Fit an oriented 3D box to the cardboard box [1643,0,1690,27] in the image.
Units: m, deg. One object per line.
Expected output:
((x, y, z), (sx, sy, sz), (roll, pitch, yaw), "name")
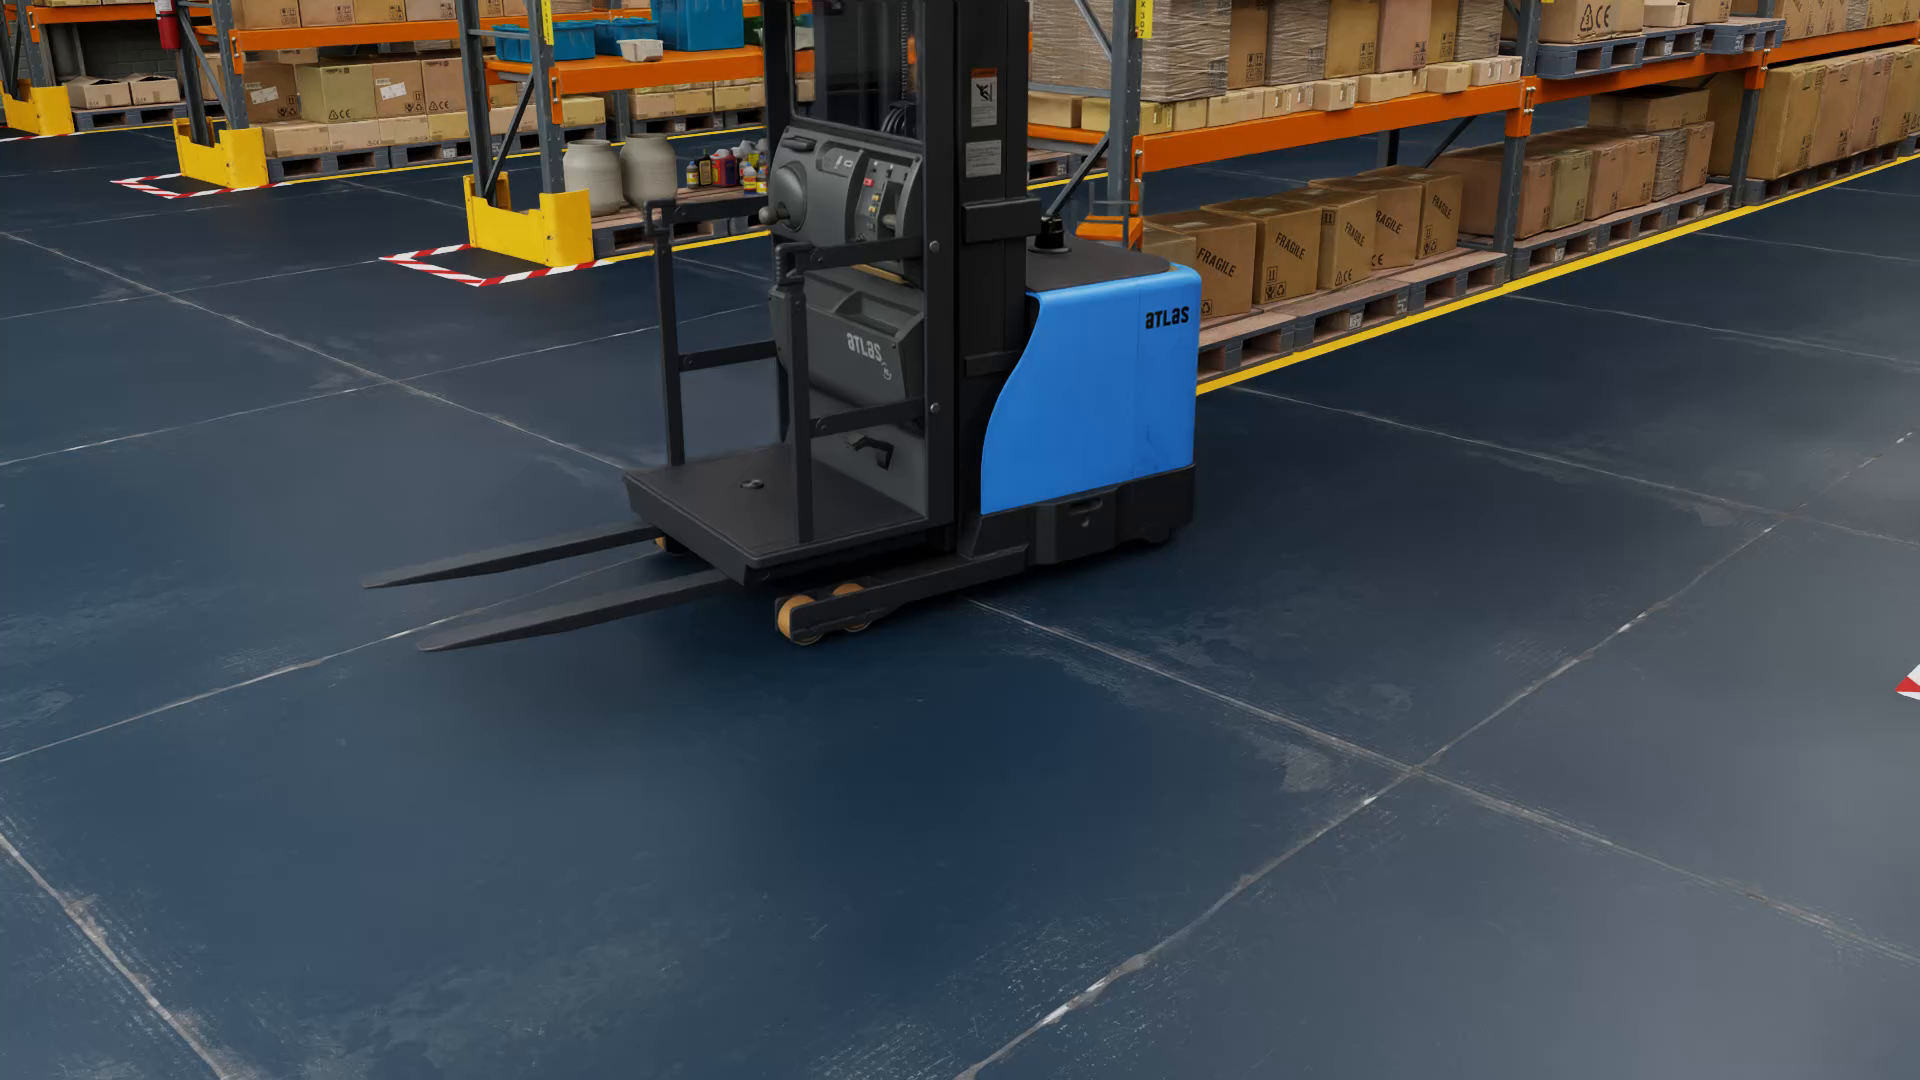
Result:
((5.061, -3.884, 12.100), (0.396, 0.266, 0.258), (18, 28, 39), "cardboard box")

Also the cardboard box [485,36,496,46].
((-6.196, -6.436, 22.009), (0.700, 0.500, 0.500), (20, 28, 41), "cardboard box")

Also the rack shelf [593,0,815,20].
((-2.459, -5.877, 18.687), (1.077, 0.370, 4.000), (19, 28, 41), "rack shelf")

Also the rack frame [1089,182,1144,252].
((0.690, -1.010, 7.529), (0.240, 1.200, 0.015), (5, 22, 12), "rack frame")

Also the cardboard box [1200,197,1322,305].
((1.740, -1.694, 9.700), (0.500, 0.500, 0.500), (-17, 27, -37), "cardboard box")

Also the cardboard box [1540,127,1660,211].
((4.809, -2.815, 12.587), (0.500, 0.500, 0.700), (-17, 27, -38), "cardboard box")

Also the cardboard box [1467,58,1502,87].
((3.120, -2.910, 10.316), (0.380, 0.149, 0.250), (19, 28, 41), "cardboard box")

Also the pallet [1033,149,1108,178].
((1.063, -3.683, 15.863), (1.003, 0.211, 1.213), (19, 28, 41), "pallet")

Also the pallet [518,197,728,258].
((-2.509, -2.367, 12.438), (1.003, 0.211, 1.213), (19, 28, 41), "pallet")

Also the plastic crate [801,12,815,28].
((-0.886, -4.036, 13.102), (0.499, 0.251, 0.616), (19, 28, 41), "plastic crate")

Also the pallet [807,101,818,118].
((-1.667, -5.223, 19.870), (1.003, 0.211, 1.213), (19, 28, 41), "pallet")

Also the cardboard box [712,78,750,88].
((-2.675, -5.178, 18.330), (0.500, 0.311, 0.500), (18, 27, 39), "cardboard box")

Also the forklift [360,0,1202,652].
((-0.580, -1.226, 5.680), (3.031, 2.935, 1.130), (-14, 25, -32), "forklift")

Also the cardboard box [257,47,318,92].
((-8.102, -5.699, 20.092), (0.500, 0.500, 0.500), (17, 27, 37), "cardboard box")

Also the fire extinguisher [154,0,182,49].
((-7.060, -4.720, 14.782), (0.296, 0.674, 0.183), (19, 28, 41), "fire extinguisher")

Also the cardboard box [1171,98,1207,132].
((1.008, -2.146, 8.327), (0.380, 0.149, 0.250), (19, 28, 41), "cardboard box")

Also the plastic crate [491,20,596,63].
((-2.964, -3.564, 11.873), (0.499, 0.251, 0.616), (19, 28, 41), "plastic crate")

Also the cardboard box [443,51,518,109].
((-4.725, -4.532, 16.387), (0.500, 0.500, 0.500), (19, 28, 41), "cardboard box")

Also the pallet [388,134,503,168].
((-5.291, -3.888, 16.396), (1.003, 0.211, 1.213), (19, 28, 41), "pallet")

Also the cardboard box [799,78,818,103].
((-1.967, -5.181, 19.121), (0.500, 0.250, 0.500), (-19, 28, -41), "cardboard box")

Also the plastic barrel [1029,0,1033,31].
((0.516, -4.712, 14.465), (0.433, 0.535, 0.433), (0, 21, 0), "plastic barrel")

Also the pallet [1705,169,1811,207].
((6.635, -3.129, 14.420), (1.003, 0.211, 1.213), (19, 28, 41), "pallet")

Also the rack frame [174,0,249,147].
((-6.645, -4.670, 14.545), (1.000, 3.000, 0.127), (19, 28, 41), "rack frame")

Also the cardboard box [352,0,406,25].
((-5.597, -5.096, 15.513), (0.700, 0.500, 0.500), (19, 28, 41), "cardboard box")

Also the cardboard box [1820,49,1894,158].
((7.766, -4.080, 15.384), (1.225, 0.875, 0.875), (18, 27, 39), "cardboard box")

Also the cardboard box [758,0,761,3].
((-2.223, -6.338, 18.744), (0.500, 0.500, 0.500), (17, 27, 38), "cardboard box")

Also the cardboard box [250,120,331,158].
((-6.112, -3.665, 15.177), (0.500, 0.250, 0.500), (19, 28, 41), "cardboard box")

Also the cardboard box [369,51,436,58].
((-5.447, -4.534, 16.392), (0.500, 0.500, 0.500), (19, 28, 41), "cardboard box")

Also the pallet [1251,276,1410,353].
((1.946, -1.420, 9.975), (1.003, 0.211, 1.213), (19, 28, 41), "pallet")

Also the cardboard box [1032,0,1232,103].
((0.853, -2.510, 8.370), (0.875, 0.500, 0.500), (19, 28, 41), "cardboard box")

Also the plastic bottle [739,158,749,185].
((-1.737, -2.978, 13.428), (0.097, 0.201, 0.097), (0, 21, 0), "plastic bottle")

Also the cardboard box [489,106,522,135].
((-4.716, -4.179, 16.513), (0.500, 0.250, 0.500), (19, 28, 41), "cardboard box")

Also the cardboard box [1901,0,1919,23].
((8.691, -5.133, 15.609), (0.500, 0.500, 0.500), (19, 28, 41), "cardboard box")

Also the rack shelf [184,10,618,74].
((-5.250, -4.849, 16.011), (1.077, 0.370, 4.000), (19, 28, 41), "rack shelf")

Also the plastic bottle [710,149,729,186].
((-1.936, -3.003, 13.391), (0.152, 0.276, 0.135), (20, 28, 41), "plastic bottle")

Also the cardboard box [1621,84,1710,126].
((5.585, -3.455, 13.209), (0.500, 0.250, 0.500), (-19, 28, -40), "cardboard box")

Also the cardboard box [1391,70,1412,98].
((2.394, -2.663, 9.673), (0.380, 0.149, 0.250), (19, 28, 41), "cardboard box")

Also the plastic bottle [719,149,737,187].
((-1.859, -2.980, 13.321), (0.061, 0.283, 0.133), (19, 28, 41), "plastic bottle")

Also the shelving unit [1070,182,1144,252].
((0.635, -0.924, 7.307), (0.258, 1.200, 0.503), (5, 22, 12), "shelving unit")

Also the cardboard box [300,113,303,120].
((-6.142, -3.926, 15.856), (0.500, 0.250, 0.500), (19, 28, 41), "cardboard box")

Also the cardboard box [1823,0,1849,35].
((7.278, -4.616, 14.263), (0.500, 0.500, 0.500), (19, 28, 40), "cardboard box")

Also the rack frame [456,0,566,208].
((-3.099, -3.430, 11.317), (1.000, 3.000, 0.127), (19, 28, 41), "rack frame")

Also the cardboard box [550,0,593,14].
((-4.160, -5.630, 16.901), (0.700, 0.500, 0.500), (18, 28, 39), "cardboard box")

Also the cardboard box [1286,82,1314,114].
((1.687, -2.409, 9.012), (0.380, 0.149, 0.250), (19, 28, 41), "cardboard box")

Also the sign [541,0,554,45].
((-2.708, -3.420, 10.906), (0.100, 0.325, 0.005), (19, 28, 41), "sign")

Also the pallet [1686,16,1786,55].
((5.610, -3.947, 12.930), (1.213, 0.211, 1.003), (19, 28, 41), "pallet")

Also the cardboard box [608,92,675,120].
((-3.396, -4.653, 17.746), (0.500, 0.250, 0.500), (18, 28, 39), "cardboard box")

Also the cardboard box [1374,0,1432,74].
((2.232, -3.030, 9.723), (0.875, 0.500, 0.500), (19, 28, 41), "cardboard box")
